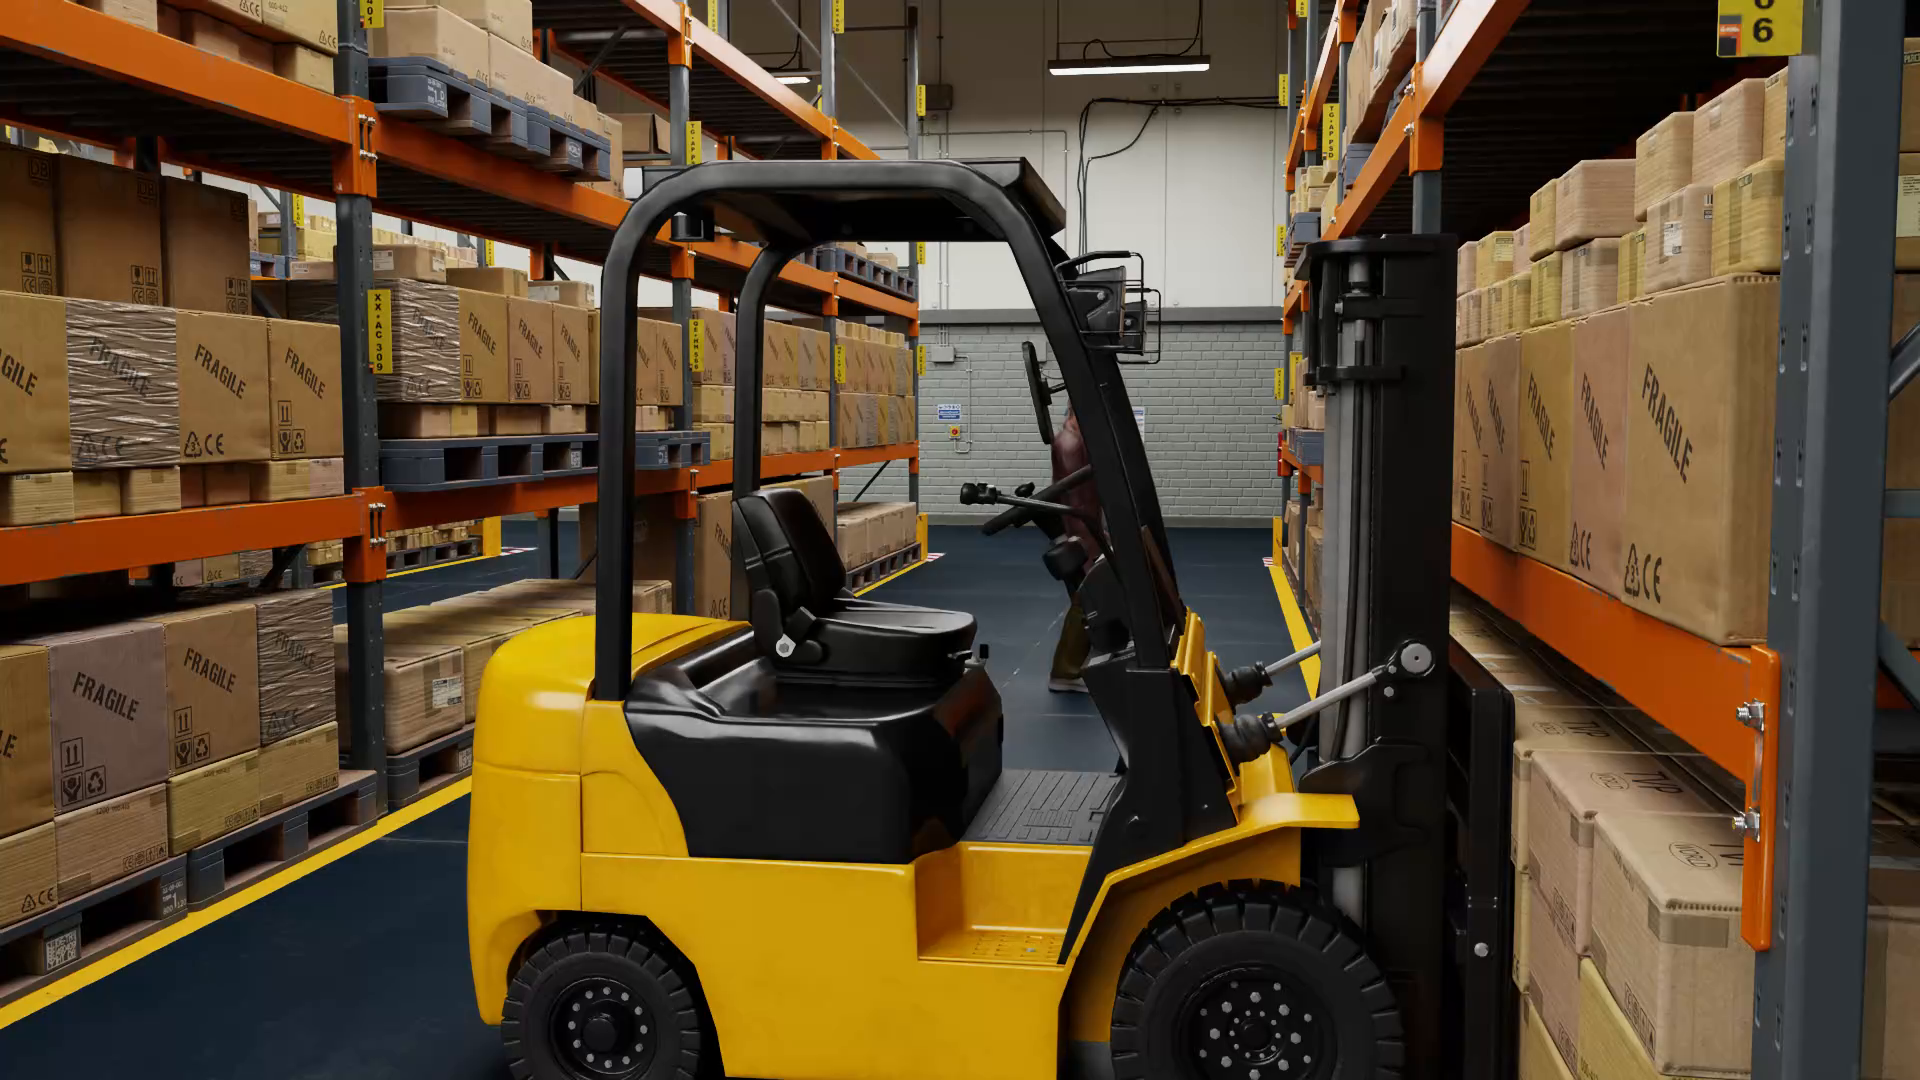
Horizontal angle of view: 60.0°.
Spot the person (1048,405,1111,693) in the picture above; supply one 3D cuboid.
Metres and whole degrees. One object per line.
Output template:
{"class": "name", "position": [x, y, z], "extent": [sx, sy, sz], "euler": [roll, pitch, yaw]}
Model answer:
{"class": "person", "position": [0.721, 0.000, 9.778], "extent": [0.386, 1.756, 0.572], "euler": [1, 4, 10]}
